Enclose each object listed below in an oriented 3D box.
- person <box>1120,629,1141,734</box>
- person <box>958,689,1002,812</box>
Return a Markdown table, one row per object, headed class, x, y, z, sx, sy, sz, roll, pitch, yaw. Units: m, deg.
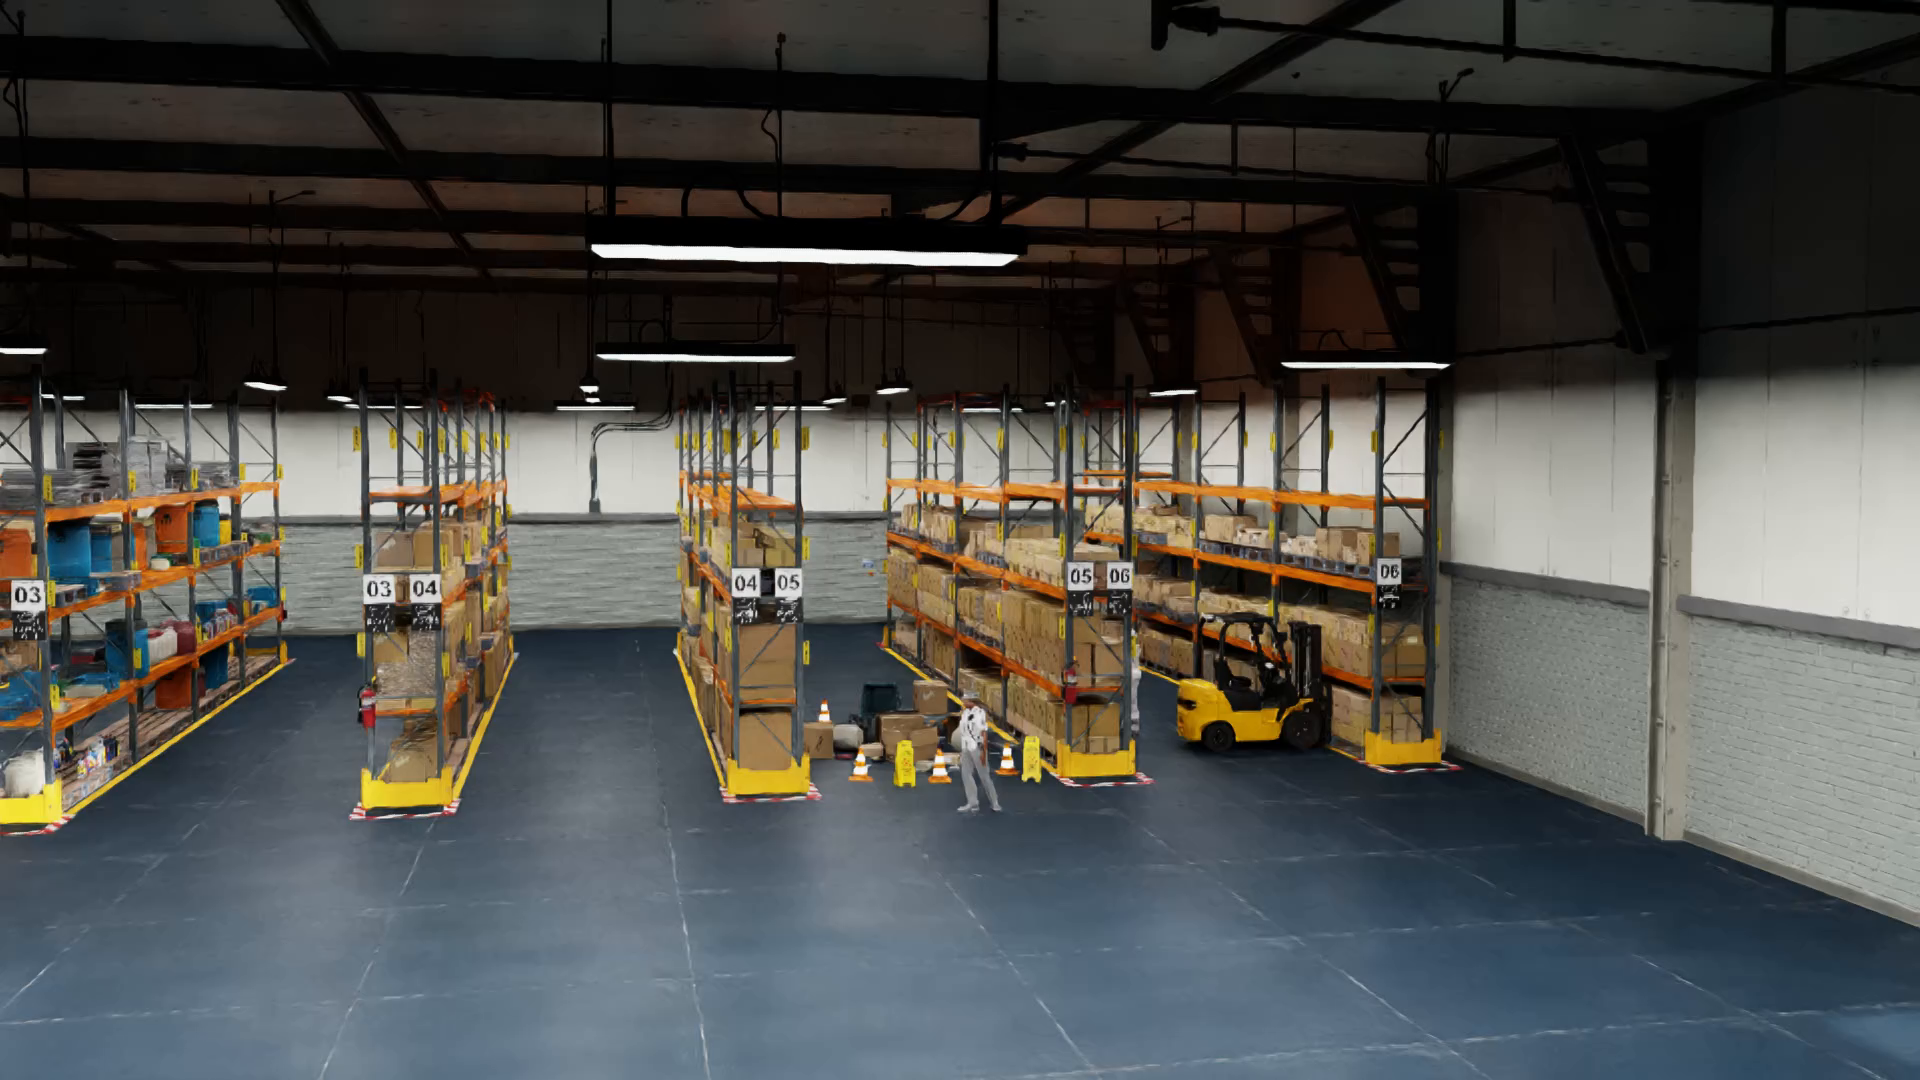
| class | x | y | z | sx | sy | sz | roll | pitch | yaw |
| --- | --- | --- | --- | --- | --- | --- | --- | --- | --- |
| person | 2.859 | 2.401 | 28.437 | 0.486 | 1.787 | 0.608 | 1 | 4 | 19 |
| person | 0.237 | 2.837 | 22.526 | 0.518 | 1.664 | 0.505 | -3 | 4 | -39 |
